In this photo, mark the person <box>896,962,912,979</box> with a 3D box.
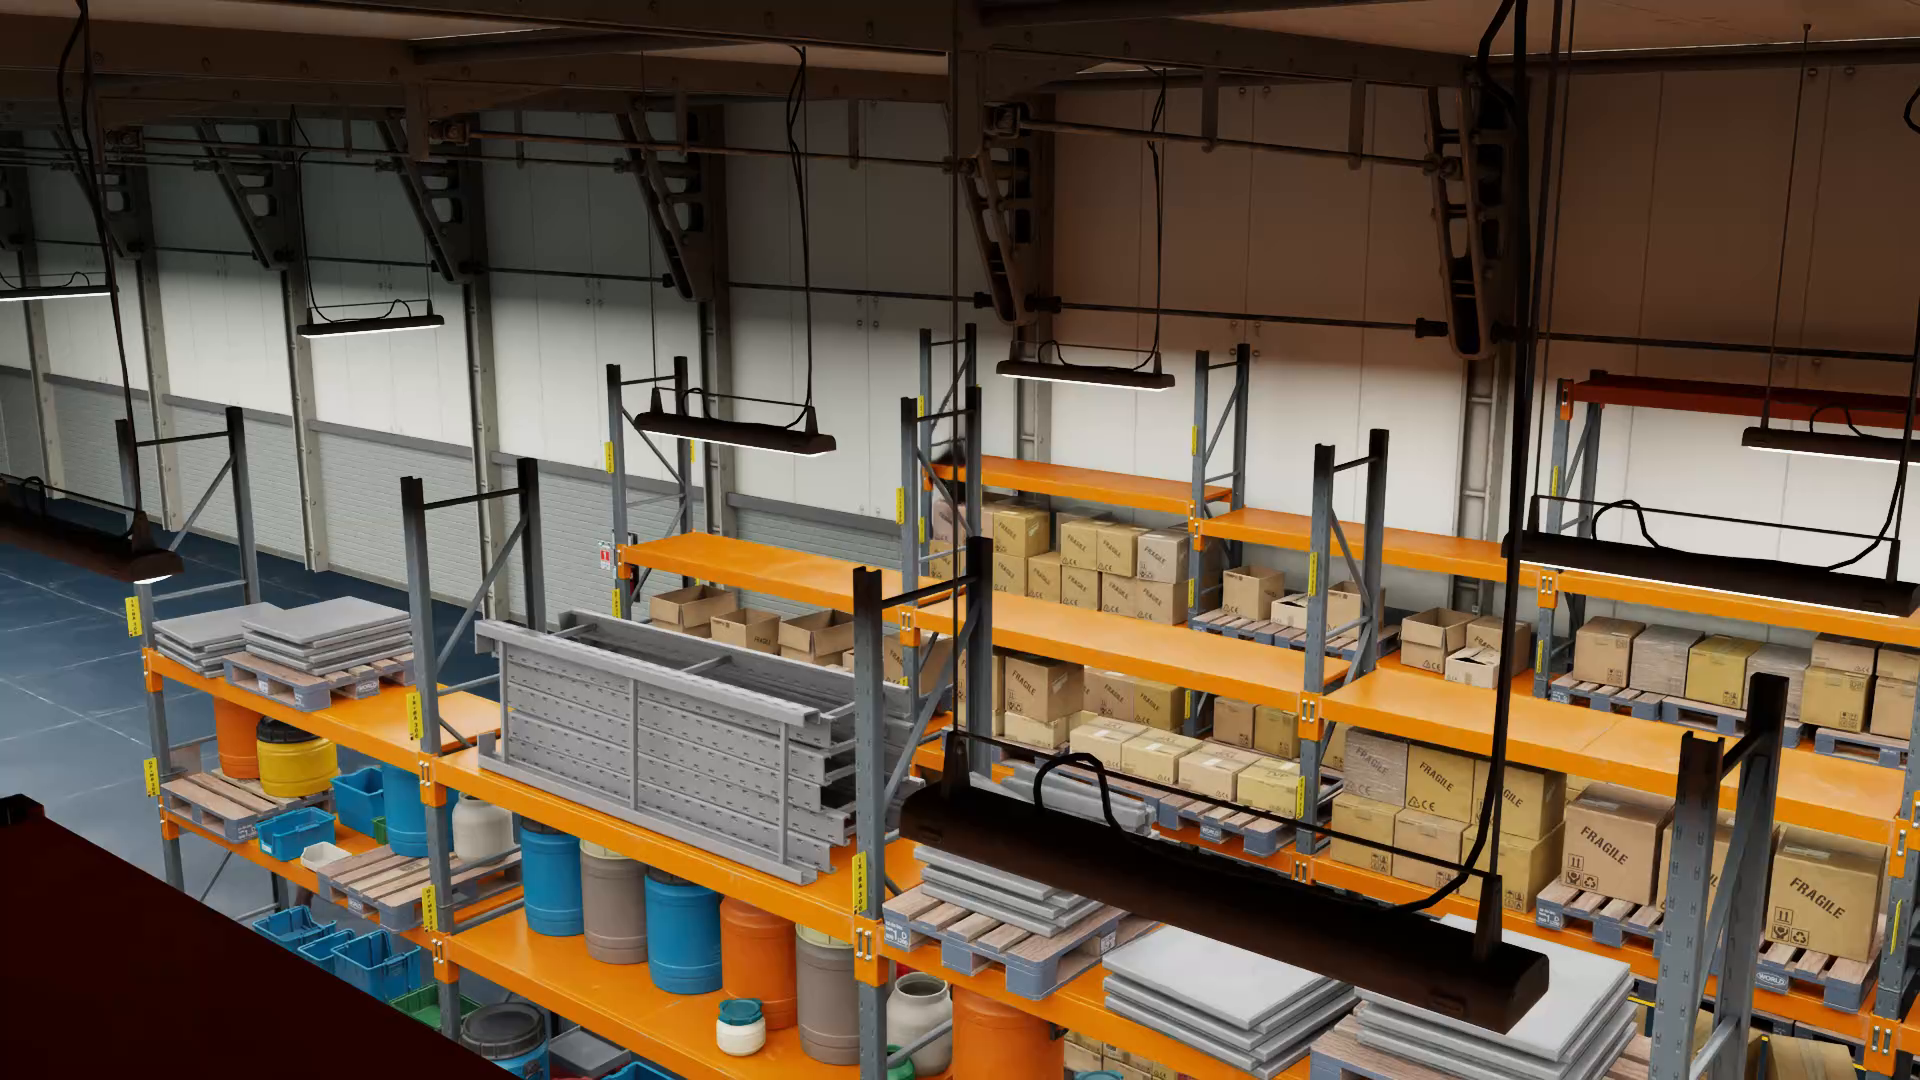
[{"bbox_3d":[-0.641,4.159,14.087,0.717,1.659,0.632,5,13,20],"label":"person"}]

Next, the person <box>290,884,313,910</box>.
[{"bbox_3d":[-6.883,3.268,17.766,0.977,1.701,0.697,-1,13,-5],"label":"person"}]
